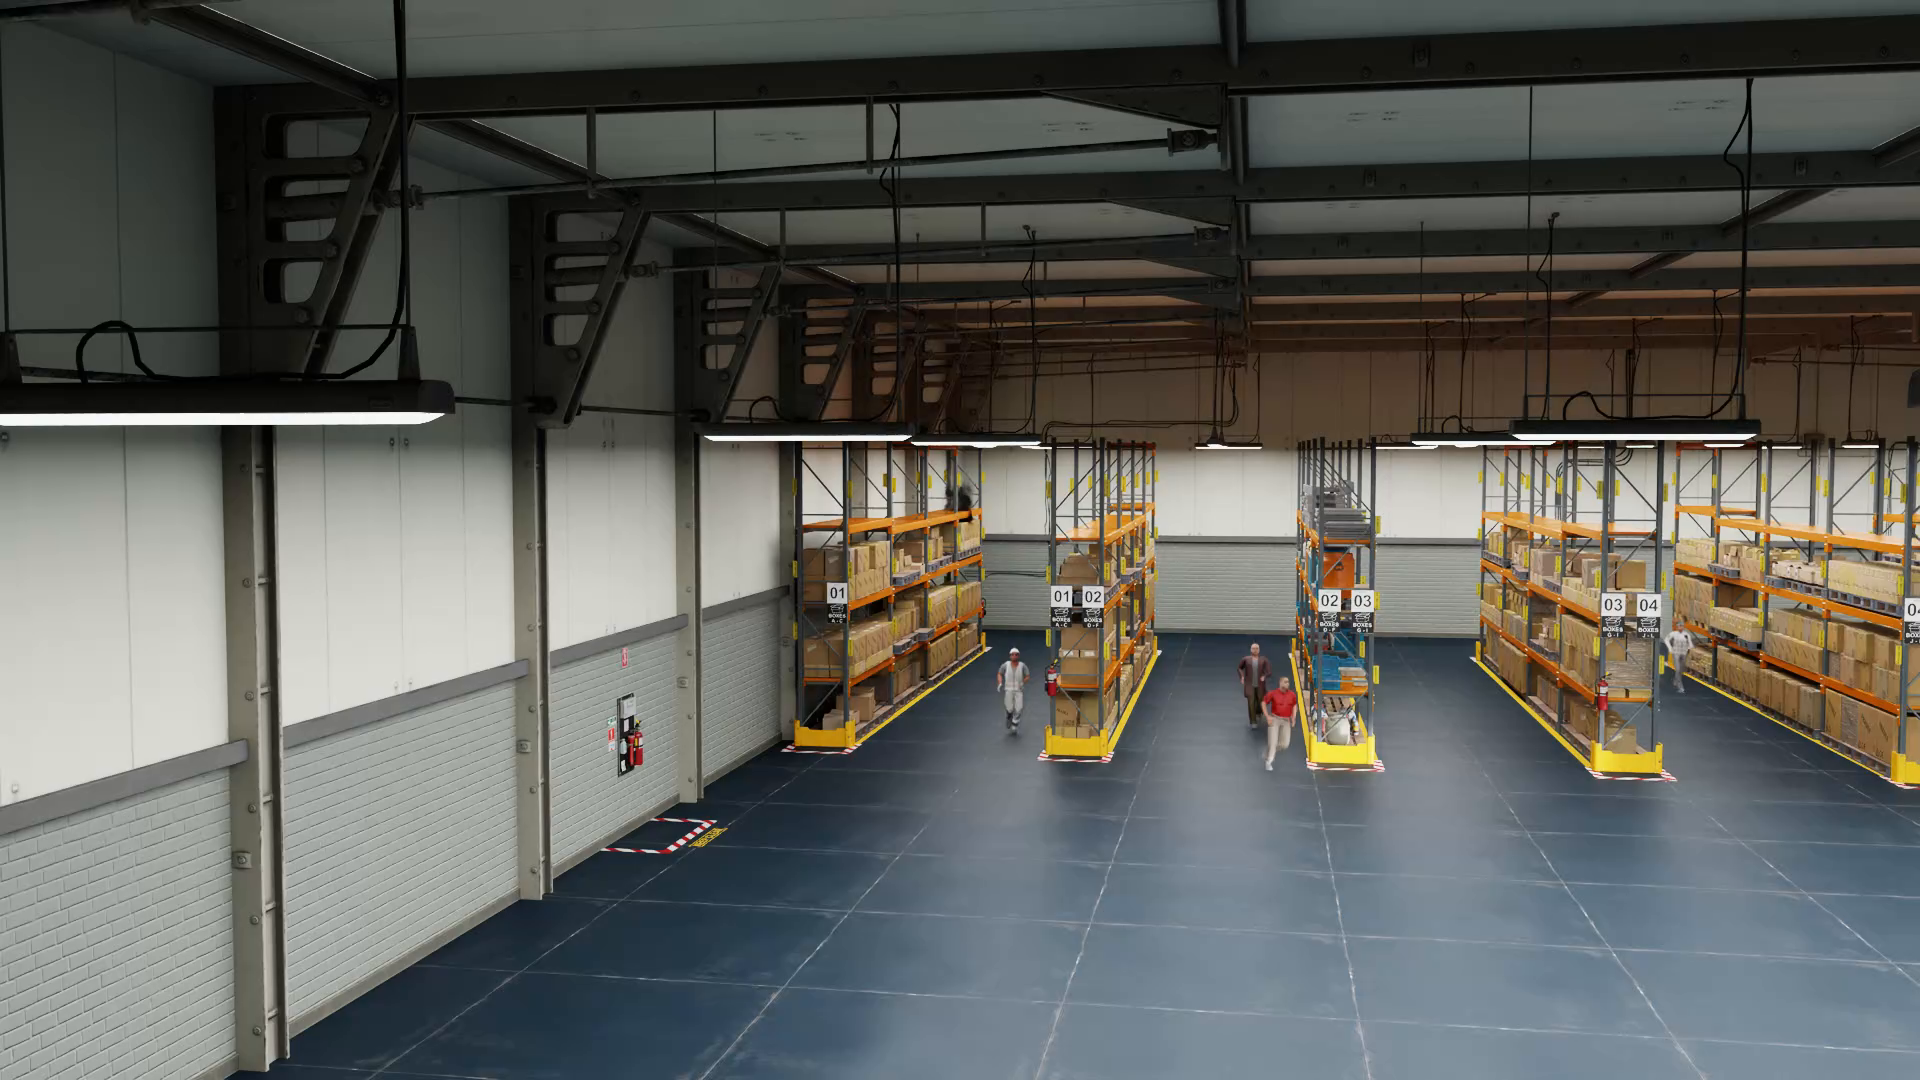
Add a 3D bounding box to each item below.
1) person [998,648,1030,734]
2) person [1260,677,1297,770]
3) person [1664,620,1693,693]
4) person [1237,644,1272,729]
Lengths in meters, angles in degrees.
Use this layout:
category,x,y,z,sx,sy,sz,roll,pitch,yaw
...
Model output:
category,x,y,z,sx,sy,sz,roll,pitch,yaw
person,1.089,3.067,33.655,0.655,1.740,0.583,0,3,0
person,5.798,3.305,30.133,0.711,1.668,0.536,-1,3,-11
person,17.235,2.766,39.822,0.616,1.708,0.904,0,3,7
person,6.110,3.026,34.522,0.716,1.736,0.769,0,3,7
